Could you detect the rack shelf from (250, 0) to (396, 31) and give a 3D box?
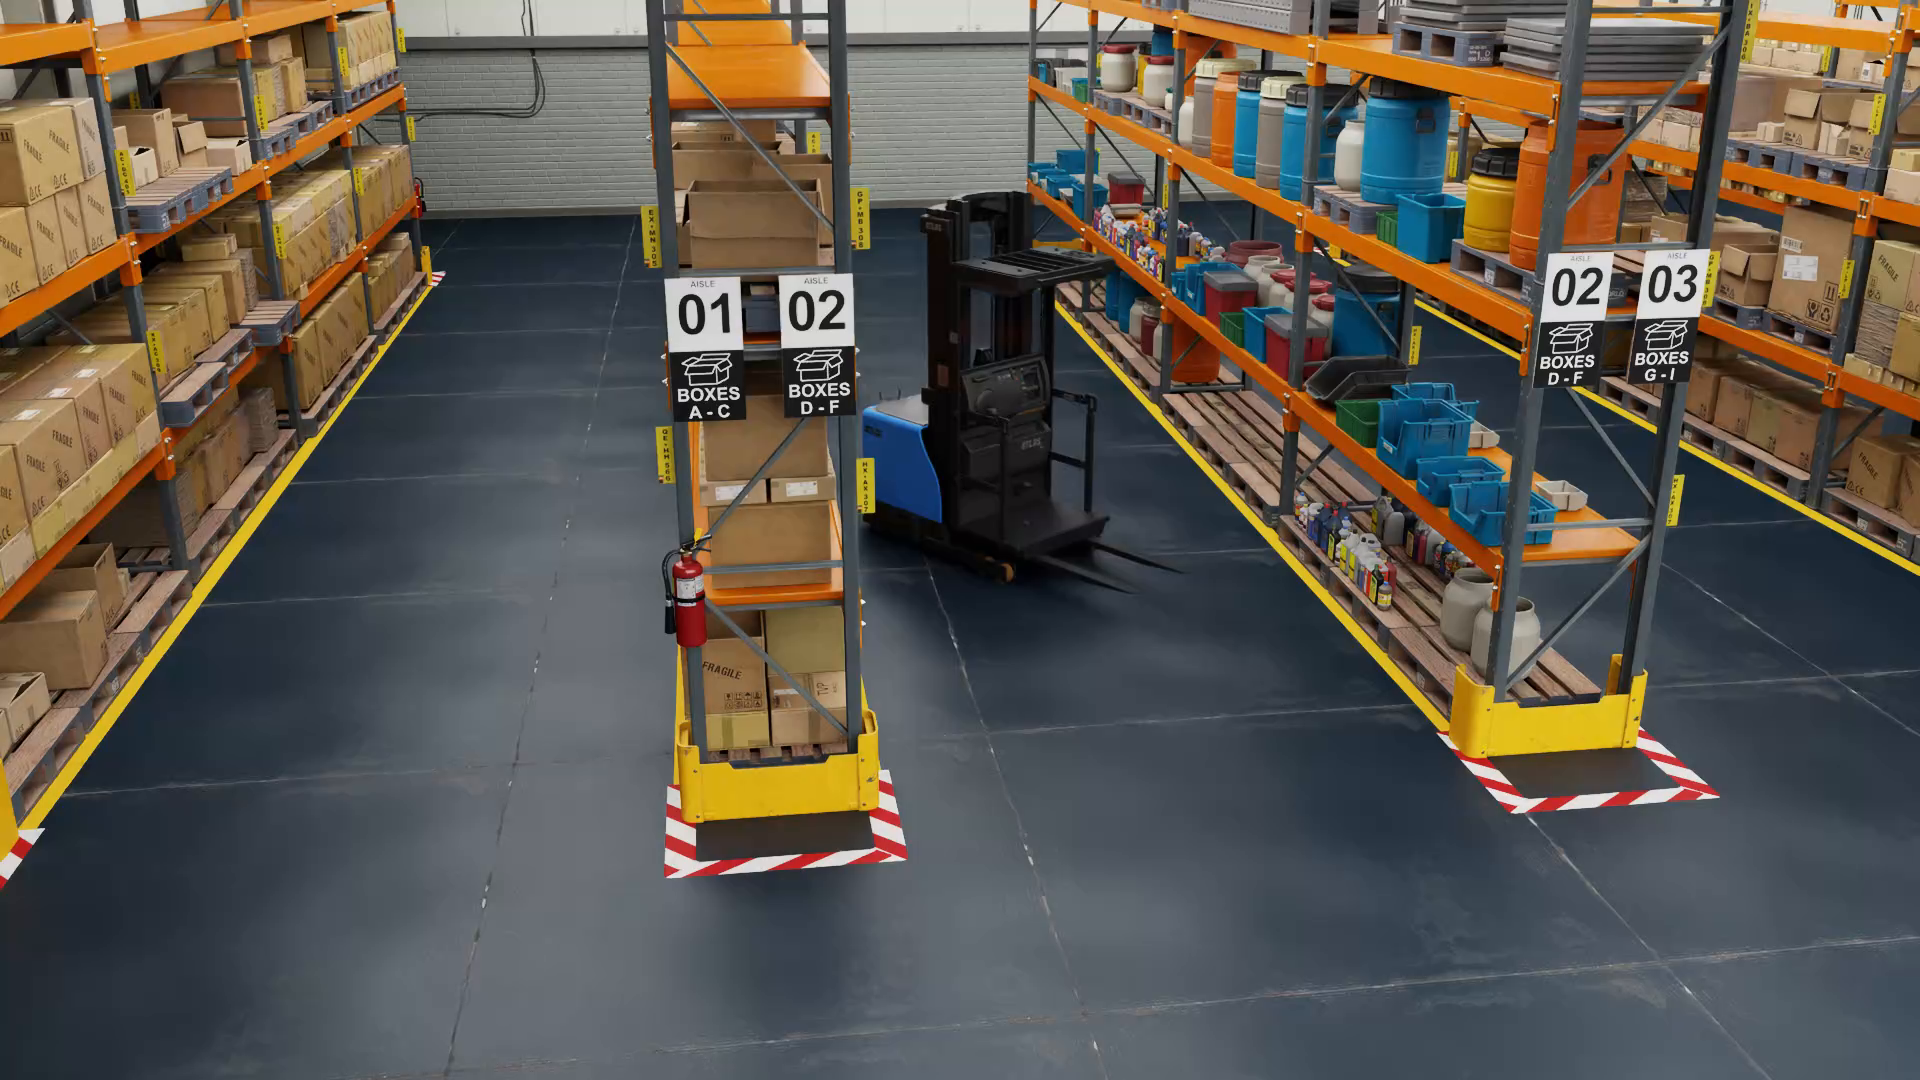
[{"bbox_3d":[-8.002,-6.720,20.946,1.077,0.370,4.000,-3,21,-8],"label":"rack shelf"}]

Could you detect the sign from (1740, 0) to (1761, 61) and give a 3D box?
[{"bbox_3d":[4.365,-2.825,9.217,0.100,0.325,0.005,-3,21,-8],"label":"sign"}]

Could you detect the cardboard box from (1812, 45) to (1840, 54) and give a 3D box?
[{"bbox_3d":[11.598,-6.556,22.126,0.380,0.149,0.250,-4,21,-10],"label":"cardboard box"}]

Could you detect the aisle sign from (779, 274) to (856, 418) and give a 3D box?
[{"bbox_3d":[-0.770,-1.048,9.020,0.394,0.787,0.004,-3,21,-8],"label":"aisle sign"}]

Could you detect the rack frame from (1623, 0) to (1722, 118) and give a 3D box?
[{"bbox_3d":[7.568,-5.916,17.195,1.000,3.000,0.127,-3,21,-8],"label":"rack frame"}]

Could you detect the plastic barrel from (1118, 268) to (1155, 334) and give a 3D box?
[{"bbox_3d":[2.254,-3.020,20.414,0.600,0.901,0.708,-3,21,-8],"label":"plastic barrel"}]

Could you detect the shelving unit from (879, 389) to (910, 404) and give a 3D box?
[{"bbox_3d":[-0.575,-0.797,14.842,0.215,1.050,0.252,-8,21,-20],"label":"shelving unit"}]

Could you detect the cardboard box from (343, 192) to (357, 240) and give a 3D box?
[{"bbox_3d":[-7.398,-3.790,19.479,0.500,0.500,0.500,-3,21,-9],"label":"cardboard box"}]

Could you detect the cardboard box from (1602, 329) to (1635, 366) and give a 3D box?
[{"bbox_3d":[7.489,-2.547,19.185,1.225,0.875,0.875,-4,21,-10],"label":"cardboard box"}]

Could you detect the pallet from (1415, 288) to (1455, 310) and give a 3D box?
[{"bbox_3d":[6.959,-3.452,23.156,1.003,0.211,1.213,-3,21,-8],"label":"pallet"}]

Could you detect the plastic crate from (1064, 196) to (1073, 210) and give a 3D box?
[{"bbox_3d":[1.663,-4.514,22.322,0.437,0.125,0.590,-3,21,-8],"label":"plastic crate"}]

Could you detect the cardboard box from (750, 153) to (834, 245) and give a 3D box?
[{"bbox_3d":[-1.051,-2.141,10.430,0.500,0.500,0.500,-3,21,-8],"label":"cardboard box"}]

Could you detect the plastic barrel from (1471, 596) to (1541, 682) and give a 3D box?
[{"bbox_3d":[3.649,0.659,11.121,0.421,0.512,0.421,0,20,0],"label":"plastic barrel"}]

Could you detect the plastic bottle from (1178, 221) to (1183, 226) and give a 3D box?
[{"bbox_3d":[2.611,-3.715,20.053,0.152,0.276,0.135,-3,21,-8],"label":"plastic bottle"}]

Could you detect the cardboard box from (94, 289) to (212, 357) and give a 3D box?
[{"bbox_3d":[-6.799,-1.822,14.037,0.700,0.500,0.500,0,20,0],"label":"cardboard box"}]

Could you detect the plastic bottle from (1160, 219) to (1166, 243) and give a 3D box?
[{"bbox_3d":[2.471,-3.747,20.144,0.097,0.271,0.097,0,20,0],"label":"plastic bottle"}]

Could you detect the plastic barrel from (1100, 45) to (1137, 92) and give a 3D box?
[{"bbox_3d":[1.918,-5.712,20.140,0.433,0.535,0.433,0,20,0],"label":"plastic barrel"}]

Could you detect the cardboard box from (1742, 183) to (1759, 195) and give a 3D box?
[{"bbox_3d":[11.435,-5.037,23.776,0.380,0.149,0.250,-4,21,-10],"label":"cardboard box"}]

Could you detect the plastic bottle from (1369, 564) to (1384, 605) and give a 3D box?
[{"bbox_3d":[3.086,0.327,12.307,0.061,0.283,0.133,-2,21,-6],"label":"plastic bottle"}]

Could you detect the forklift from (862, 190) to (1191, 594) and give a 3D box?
[{"bbox_3d":[0.521,-1.227,13.311,1.130,2.935,3.031,-18,27,-40],"label":"forklift"}]

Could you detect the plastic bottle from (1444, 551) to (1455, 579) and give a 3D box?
[{"bbox_3d":[3.789,0.188,12.797,0.097,0.201,0.097,0,20,0],"label":"plastic bottle"}]

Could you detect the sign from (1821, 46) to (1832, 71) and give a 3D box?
[{"bbox_3d":[11.378,-6.323,21.833,0.100,0.325,0.005,-3,21,-8],"label":"sign"}]

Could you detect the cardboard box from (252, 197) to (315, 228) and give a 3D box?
[{"bbox_3d":[-7.101,-3.432,17.450,0.500,0.250,0.500,-3,21,-7],"label":"cardboard box"}]

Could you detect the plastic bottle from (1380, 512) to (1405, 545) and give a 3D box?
[{"bbox_3d":[3.506,-0.110,13.488,0.152,0.276,0.135,-3,21,-8],"label":"plastic bottle"}]

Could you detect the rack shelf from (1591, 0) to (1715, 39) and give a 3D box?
[{"bbox_3d":[7.280,-6.084,19.244,1.077,0.370,4.000,-3,21,-8],"label":"rack shelf"}]

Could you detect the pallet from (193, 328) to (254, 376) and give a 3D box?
[{"bbox_3d":[-6.811,-1.583,14.442,1.003,0.211,1.213,-3,21,-8],"label":"pallet"}]

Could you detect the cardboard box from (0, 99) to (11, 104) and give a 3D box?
[{"bbox_3d":[-6.772,-2.717,11.316,0.500,0.500,0.500,-2,21,-7],"label":"cardboard box"}]

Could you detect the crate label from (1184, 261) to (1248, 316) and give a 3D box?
[{"bbox_3d":[2.542,-2.515,16.612,0.502,0.435,0.616,-3,21,-8],"label":"crate label"}]

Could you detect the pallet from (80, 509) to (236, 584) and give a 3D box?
[{"bbox_3d":[-6.674,0.066,13.739,1.003,0.211,1.213,-3,21,-8],"label":"pallet"}]

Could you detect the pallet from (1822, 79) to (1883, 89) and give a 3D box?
[{"bbox_3d":[11.898,-5.804,21.450,1.213,0.211,1.003,-3,21,-8],"label":"pallet"}]

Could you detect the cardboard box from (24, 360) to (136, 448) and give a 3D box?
[{"bbox_3d":[-6.109,-0.941,11.563,0.500,0.500,0.500,-3,21,-8],"label":"cardboard box"}]

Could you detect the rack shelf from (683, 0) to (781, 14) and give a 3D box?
[{"bbox_3d":[-2.524,-5.586,17.910,1.077,0.370,4.000,-3,21,-8],"label":"rack shelf"}]

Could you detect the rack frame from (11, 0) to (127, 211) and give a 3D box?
[{"bbox_3d":[-6.560,-3.782,11.480,1.000,3.000,0.127,-3,21,-8],"label":"rack frame"}]

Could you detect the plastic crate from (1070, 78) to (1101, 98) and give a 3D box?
[{"bbox_3d":[1.643,-5.867,21.589,0.416,0.233,0.300,-3,21,-8],"label":"plastic crate"}]

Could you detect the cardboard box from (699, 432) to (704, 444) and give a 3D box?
[{"bbox_3d":[-1.436,-0.577,10.404,0.380,0.149,0.250,-3,21,-7],"label":"cardboard box"}]

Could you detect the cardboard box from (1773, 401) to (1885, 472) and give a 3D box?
[{"bbox_3d":[8.077,-0.970,15.469,0.700,0.500,0.500,-5,21,-12],"label":"cardboard box"}]

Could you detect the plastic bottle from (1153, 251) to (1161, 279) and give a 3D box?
[{"bbox_3d":[2.153,-3.000,18.127,0.061,0.283,0.133,-3,21,-8],"label":"plastic bottle"}]

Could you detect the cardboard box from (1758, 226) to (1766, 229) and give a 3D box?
[{"bbox_3d":[11.804,-4.607,24.888,0.380,0.149,0.250,-4,21,-10],"label":"cardboard box"}]

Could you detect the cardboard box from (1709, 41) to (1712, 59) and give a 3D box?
[{"bbox_3d":[11.281,-7.139,24.255,0.500,0.250,0.500,-3,21,-7],"label":"cardboard box"}]

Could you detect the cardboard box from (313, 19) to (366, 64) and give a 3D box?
[{"bbox_3d":[-7.619,-6.110,20.399,0.500,0.500,0.500,-3,21,-9],"label":"cardboard box"}]

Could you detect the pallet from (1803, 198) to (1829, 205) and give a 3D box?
[{"bbox_3d":[11.880,-4.344,21.834,1.003,0.211,1.213,-3,21,-8],"label":"pallet"}]

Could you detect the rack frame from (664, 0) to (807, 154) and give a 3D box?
[{"bbox_3d":[-1.659,-4.033,12.152,1.000,3.000,0.127,-3,21,-8],"label":"rack frame"}]

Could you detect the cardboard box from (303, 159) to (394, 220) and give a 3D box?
[{"bbox_3d":[-7.990,-4.575,21.749,0.980,0.700,0.700,-4,21,-10],"label":"cardboard box"}]

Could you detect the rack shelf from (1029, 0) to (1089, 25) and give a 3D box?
[{"bbox_3d":[1.802,-7.219,22.284,1.077,0.370,4.000,-3,21,-8],"label":"rack shelf"}]

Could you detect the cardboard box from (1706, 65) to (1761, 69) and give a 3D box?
[{"bbox_3d":[7.884,-4.639,17.206,0.500,0.500,0.500,-2,21,-6],"label":"cardboard box"}]

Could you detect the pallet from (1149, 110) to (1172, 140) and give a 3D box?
[{"bbox_3d":[2.653,-4.442,17.806,1.003,0.211,1.213,-3,21,-8],"label":"pallet"}]

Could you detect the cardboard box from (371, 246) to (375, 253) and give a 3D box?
[{"bbox_3d":[-8.197,-3.990,22.656,0.380,0.149,0.250,-3,21,-7],"label":"cardboard box"}]

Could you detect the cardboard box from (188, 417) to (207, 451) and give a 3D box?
[{"bbox_3d":[-6.829,-0.944,14.328,0.500,0.250,0.500,-4,21,-9],"label":"cardboard box"}]

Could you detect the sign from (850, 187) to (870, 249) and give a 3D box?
[{"bbox_3d":[-0.532,-1.715,8.872,0.100,0.325,0.005,-3,21,-8],"label":"sign"}]

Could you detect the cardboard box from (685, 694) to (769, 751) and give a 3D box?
[{"bbox_3d":[-1.452,1.083,10.359,0.500,0.250,0.500,-3,21,-8],"label":"cardboard box"}]

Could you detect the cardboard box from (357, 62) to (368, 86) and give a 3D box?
[{"bbox_3d":[-7.612,-5.749,20.507,0.500,0.250,0.500,-3,21,-9],"label":"cardboard box"}]

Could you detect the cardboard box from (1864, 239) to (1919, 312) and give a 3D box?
[{"bbox_3d":[7.958,-2.207,13.840,0.500,0.500,0.500,-3,21,-8],"label":"cardboard box"}]

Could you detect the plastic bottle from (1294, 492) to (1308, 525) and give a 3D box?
[{"bbox_3d":[2.855,-0.267,13.913,0.097,0.271,0.097,0,20,0],"label":"plastic bottle"}]

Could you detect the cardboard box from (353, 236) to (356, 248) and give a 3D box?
[{"bbox_3d":[-7.385,-3.530,19.711,0.380,0.149,0.250,-3,21,-7],"label":"cardboard box"}]
